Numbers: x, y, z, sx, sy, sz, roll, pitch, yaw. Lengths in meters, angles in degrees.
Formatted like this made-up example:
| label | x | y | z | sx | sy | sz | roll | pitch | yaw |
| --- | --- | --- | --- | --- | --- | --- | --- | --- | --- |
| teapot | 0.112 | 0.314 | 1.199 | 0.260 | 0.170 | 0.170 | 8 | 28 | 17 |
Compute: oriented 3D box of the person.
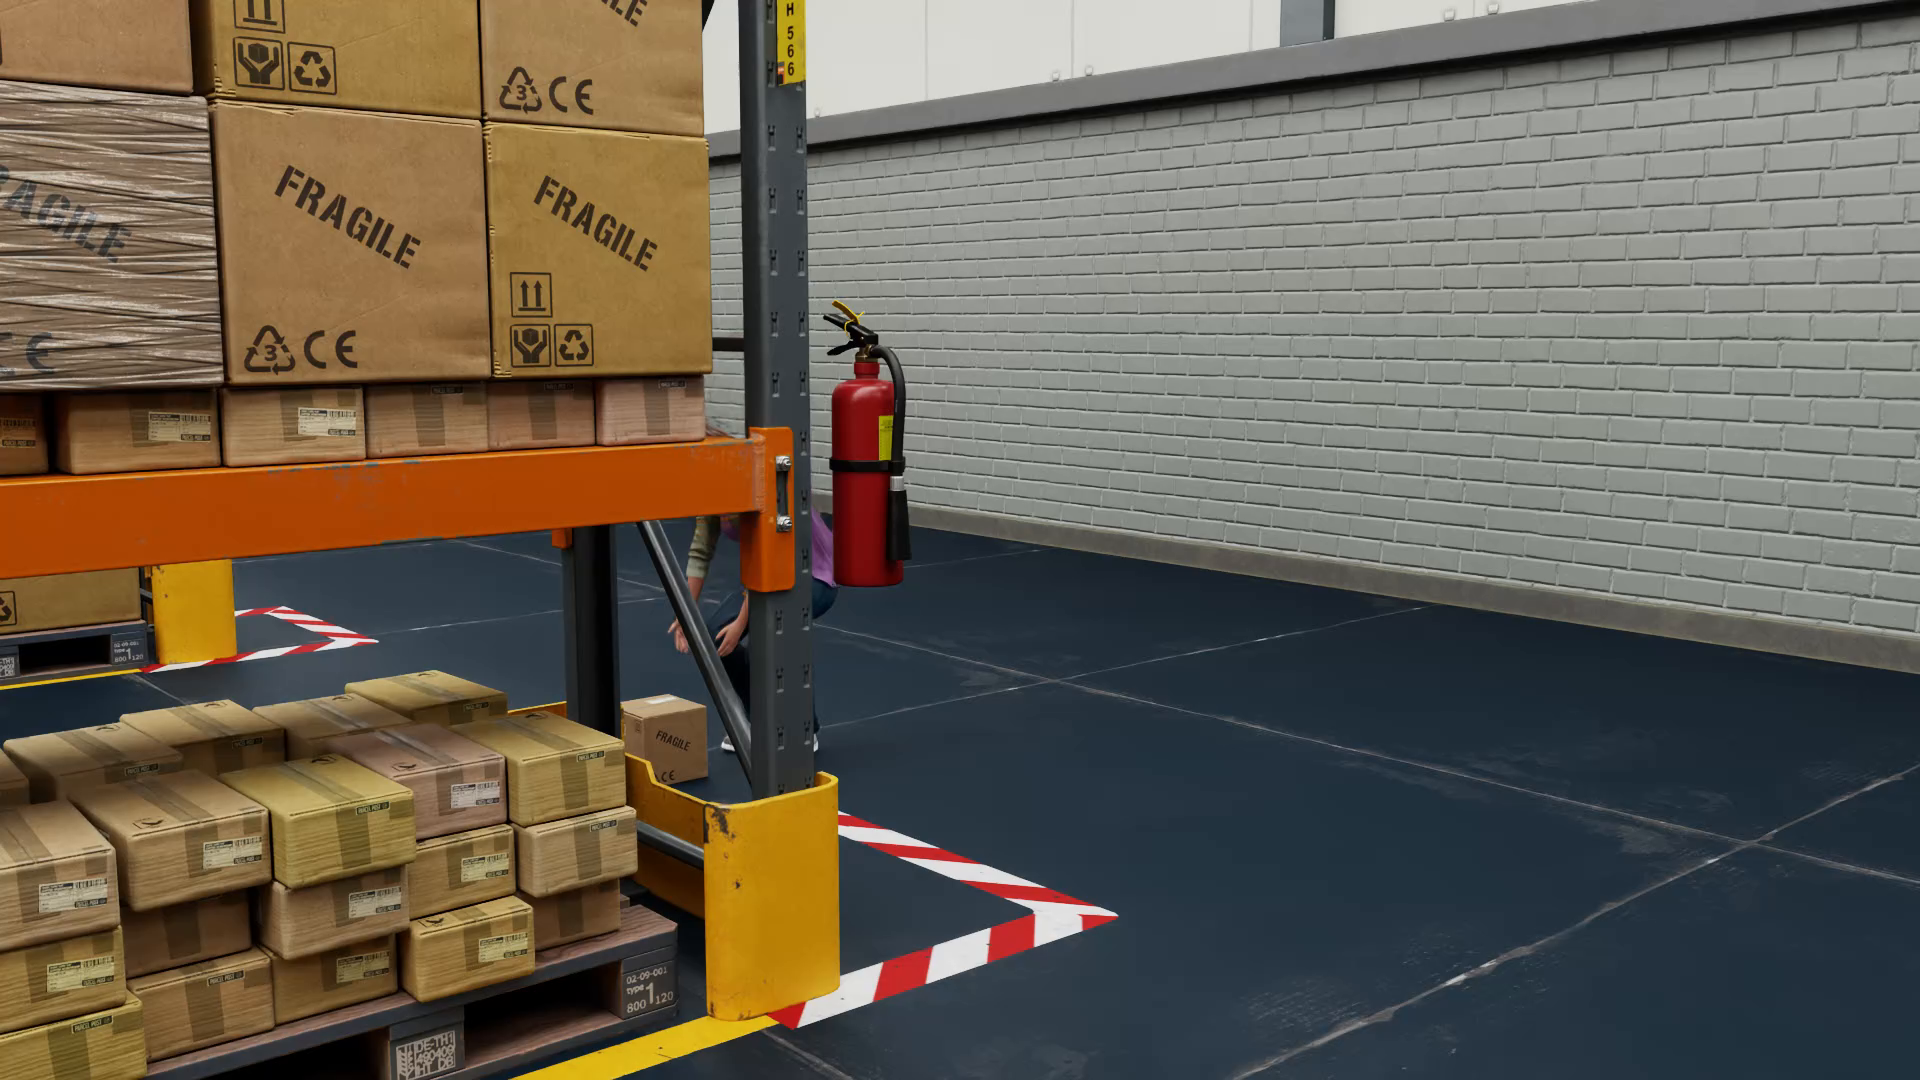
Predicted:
| label | x | y | z | sx | sy | sz | roll | pitch | yaw |
| --- | --- | --- | --- | --- | --- | --- | --- | --- | --- |
| person | -0.794 | 0.478 | 5.914 | 0.836 | 0.766 | 0.432 | -7 | 10 | -41 |
